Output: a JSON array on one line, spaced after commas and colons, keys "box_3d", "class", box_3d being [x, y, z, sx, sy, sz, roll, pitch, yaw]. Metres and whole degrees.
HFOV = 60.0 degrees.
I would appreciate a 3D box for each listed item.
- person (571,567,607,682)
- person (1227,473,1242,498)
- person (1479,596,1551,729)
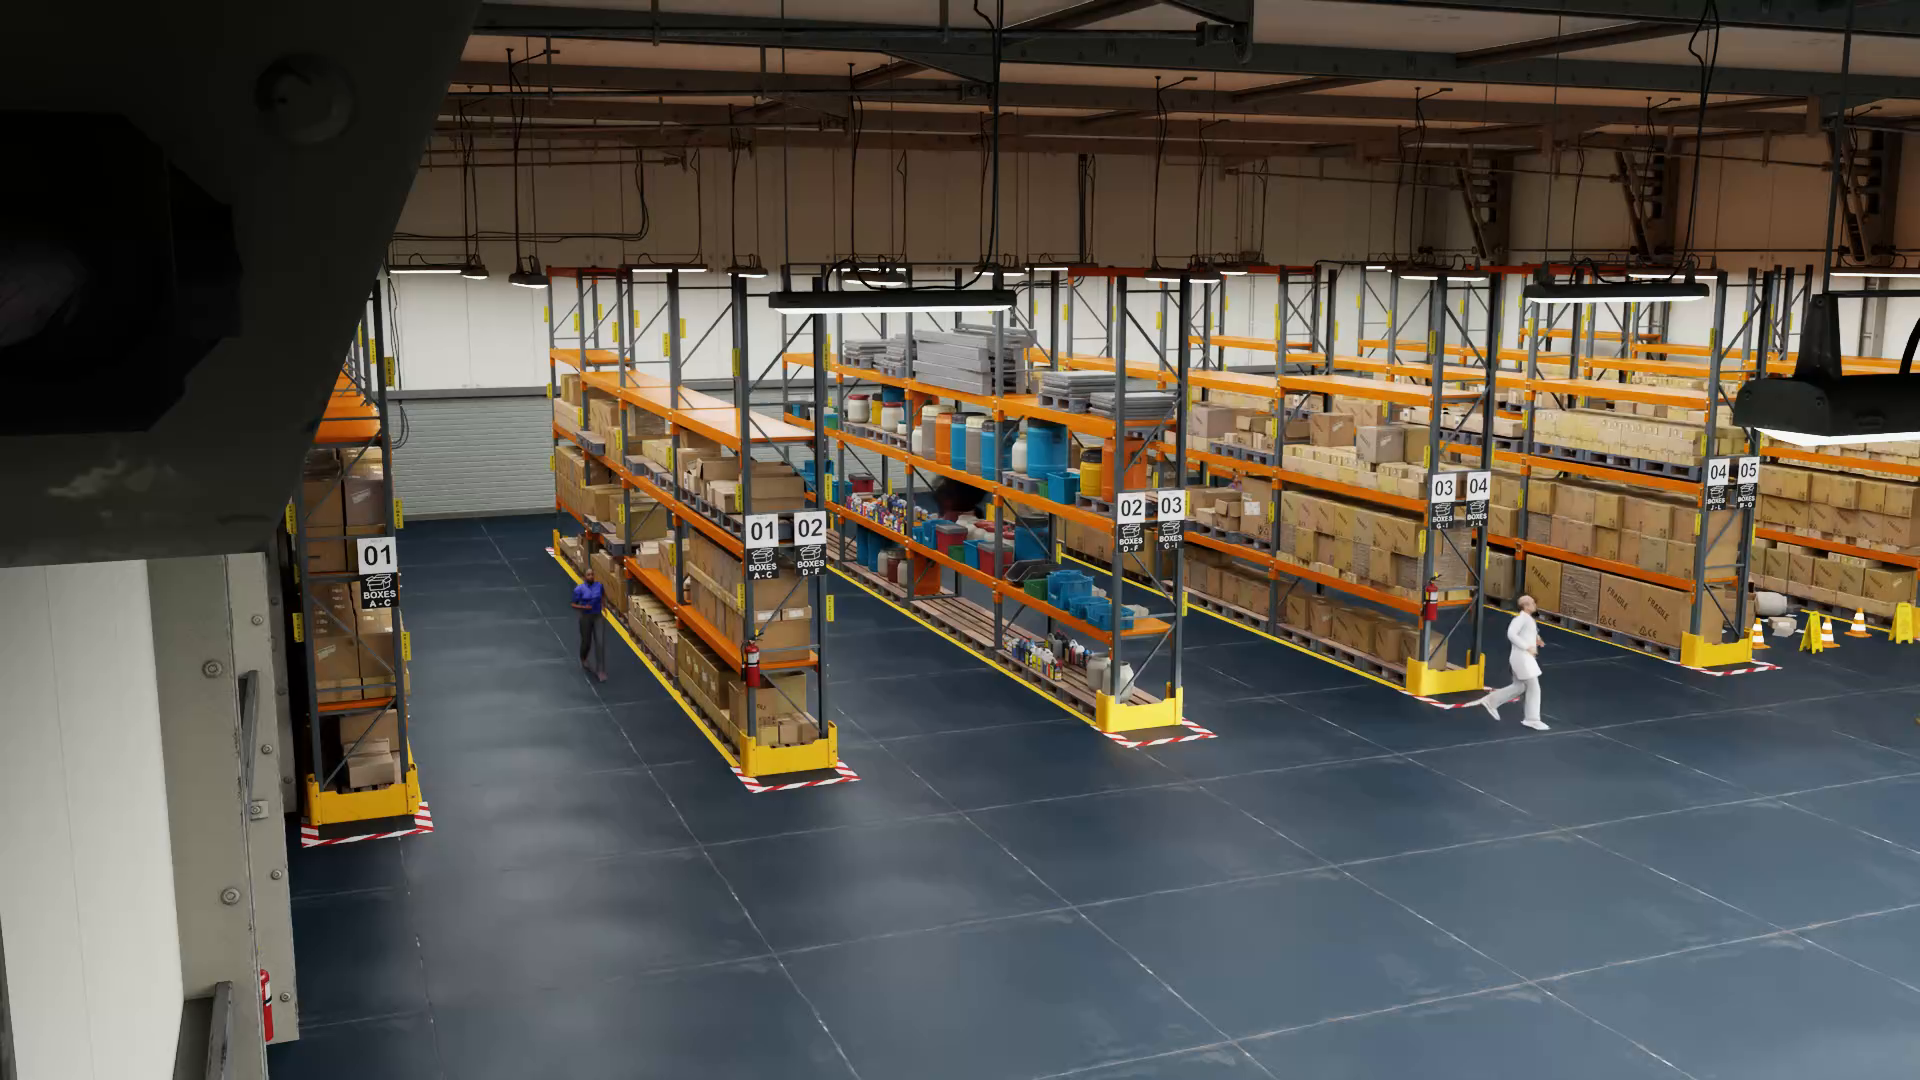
[{"box_3d": [-5.499, 1.225, 24.789, 0.576, 1.649, 0.921, -5, 11, -26], "class": "person"}, {"box_3d": [5.990, -0.669, 35.897, 0.518, 1.570, 0.637, -3, 10, -17], "class": "person"}, {"box_3d": [7.536, 1.625, 22.428, 0.922, 1.772, 0.745, 3, 10, 19], "class": "person"}]
